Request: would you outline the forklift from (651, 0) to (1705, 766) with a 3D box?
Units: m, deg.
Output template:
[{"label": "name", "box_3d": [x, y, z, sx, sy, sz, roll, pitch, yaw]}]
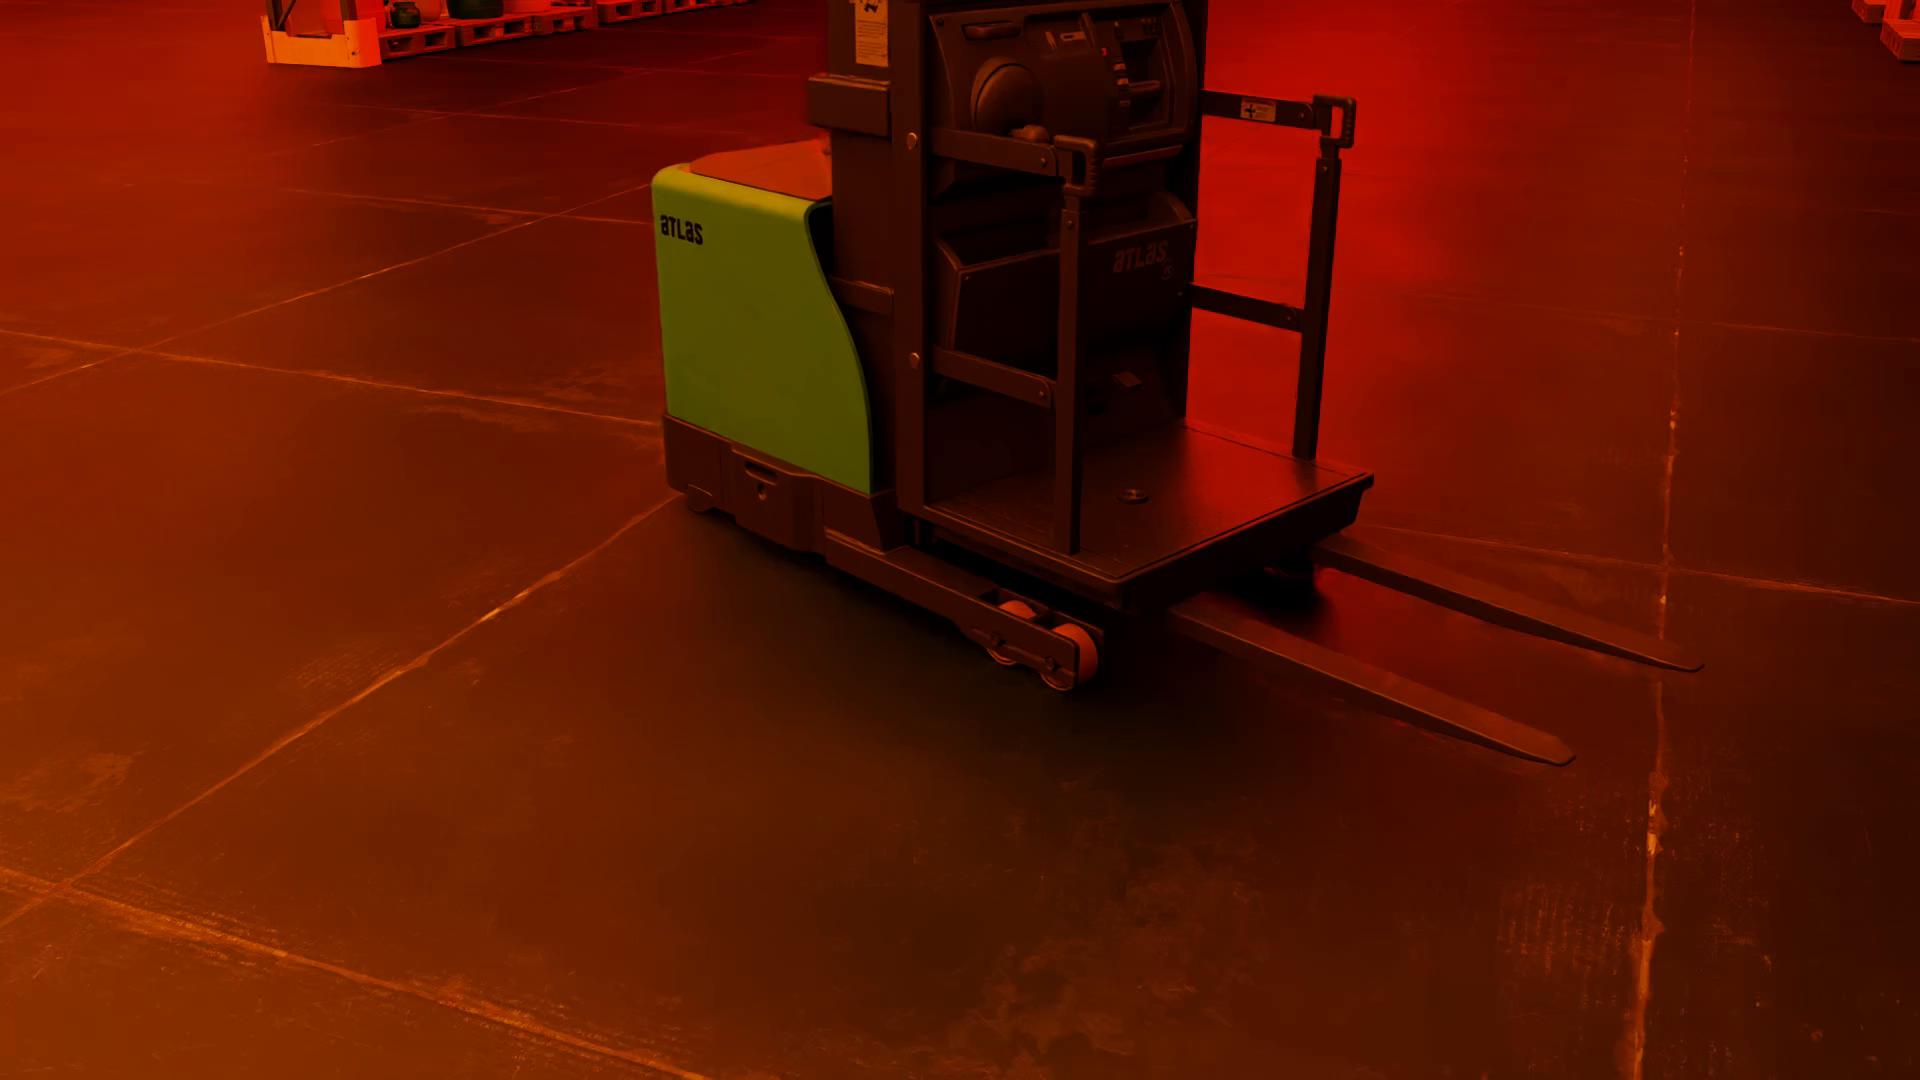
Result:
[{"label": "forklift", "box_3d": [0.435, -1.197, 4.156, 1.130, 2.935, 3.031, -20, 30, -40]}]
